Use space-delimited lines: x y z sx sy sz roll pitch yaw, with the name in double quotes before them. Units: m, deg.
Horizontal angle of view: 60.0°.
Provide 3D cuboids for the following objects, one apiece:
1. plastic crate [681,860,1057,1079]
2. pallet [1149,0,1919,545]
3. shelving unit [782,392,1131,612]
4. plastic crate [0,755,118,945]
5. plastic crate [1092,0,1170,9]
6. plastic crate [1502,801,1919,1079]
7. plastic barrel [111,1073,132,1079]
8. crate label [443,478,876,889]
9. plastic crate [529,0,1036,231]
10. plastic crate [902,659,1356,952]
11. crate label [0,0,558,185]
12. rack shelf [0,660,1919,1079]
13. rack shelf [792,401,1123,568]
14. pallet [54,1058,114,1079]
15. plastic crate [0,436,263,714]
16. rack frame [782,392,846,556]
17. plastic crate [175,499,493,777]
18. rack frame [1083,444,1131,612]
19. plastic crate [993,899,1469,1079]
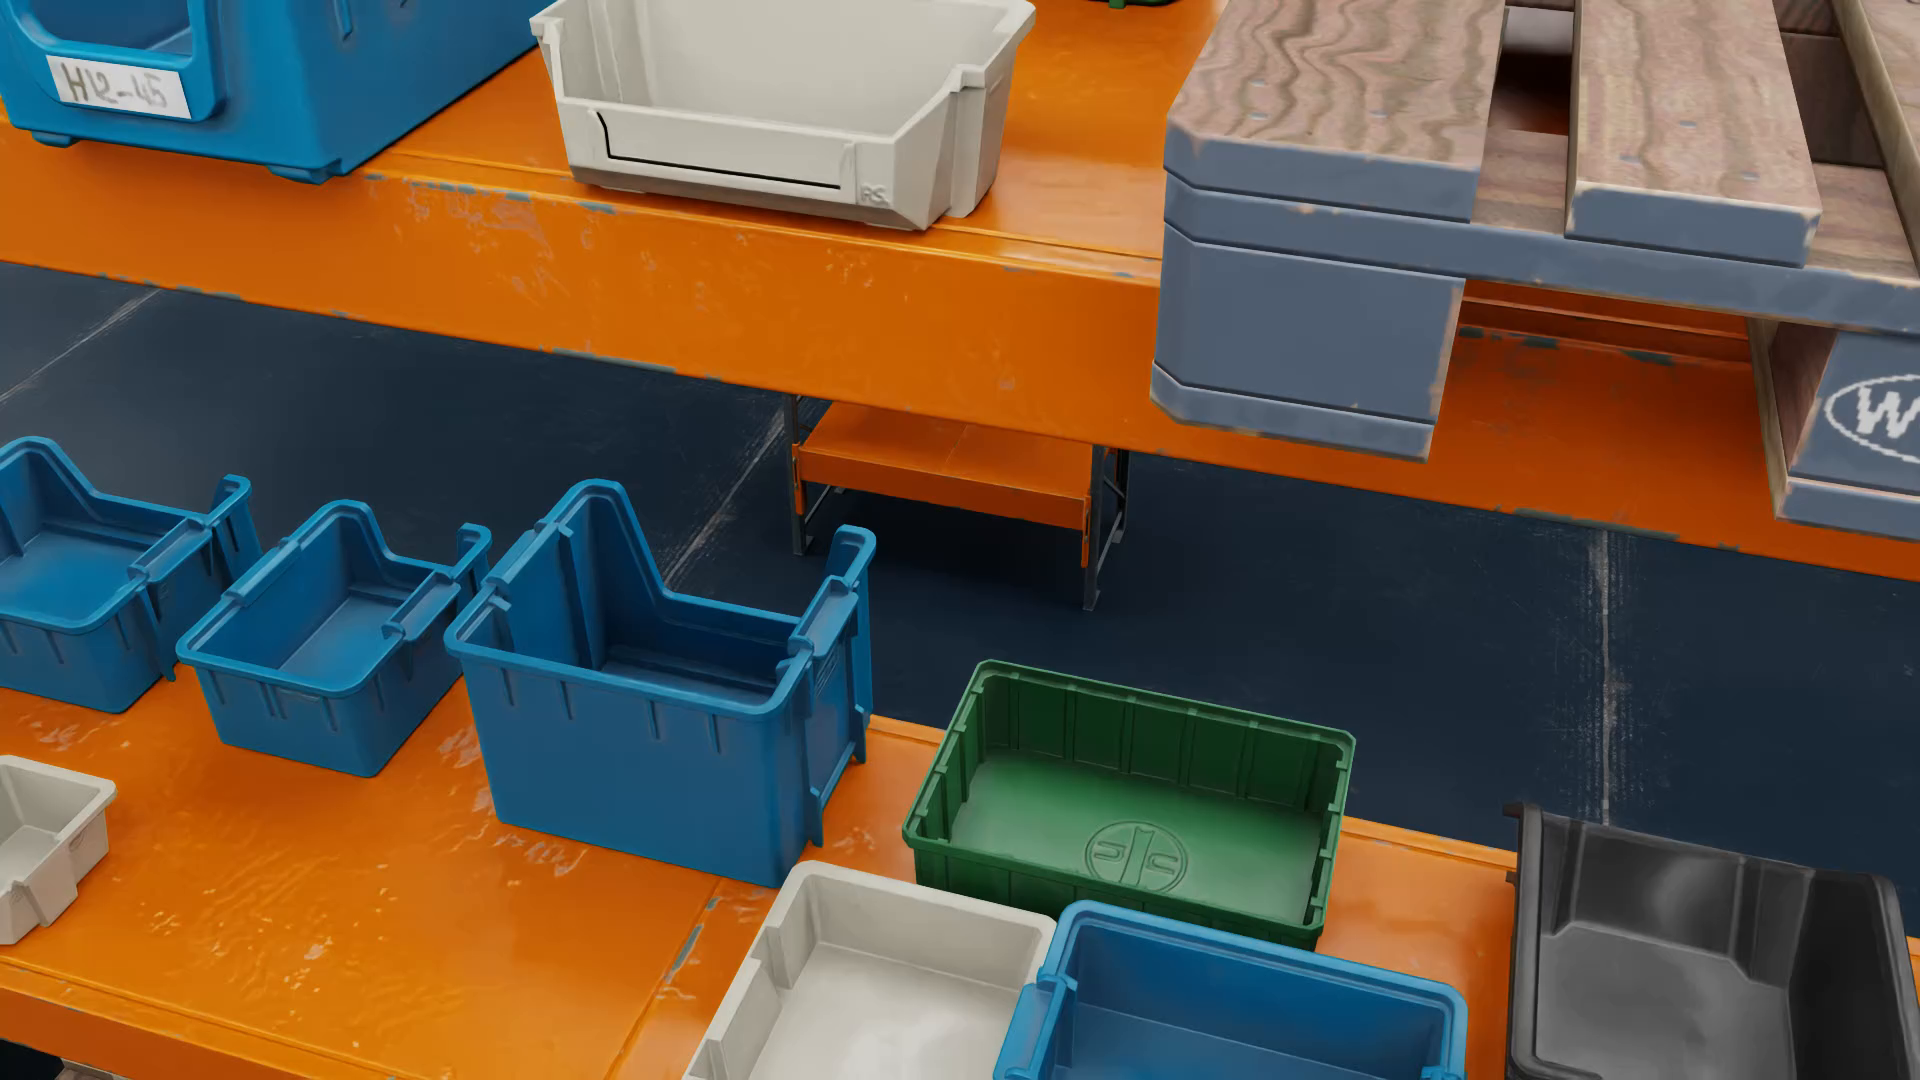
"plastic crate" -0.128 0.746 2.428 0.437 0.136 0.530 10 38 14
"pallet" 0.780 -0.421 1.420 1.003 0.211 1.213 10 38 14
"shelving unit" 0.006 -0.452 5.415 1.048 1.125 0.538 10 38 14
"plastic crate" -1.562 0.523 2.731 0.250 0.136 0.298 10 38 14
"plastic crate" 0.073 -0.772 1.917 0.450 0.188 0.336 10 38 14
"plastic crate" 1.036 0.644 2.397 0.504 0.338 0.767 10 38 14
"plastic barrel" -1.670 0.982 3.629 0.421 0.512 0.421 0 36 0
"crate label" -0.483 0.235 2.871 0.616 0.435 0.502 10 38 14
"plastic crate" -0.155 -0.373 1.419 0.396 0.136 0.243 10 38 14
"plastic crate" 0.286 0.469 2.761 0.662 0.188 0.450 10 38 14
"crate label" -0.632 -0.554 1.567 0.408 0.251 0.502 10 38 14
"rack shelf" -0.411 0.720 2.848 4.000 0.370 1.077 10 38 14
"rack shelf" 0.006 -0.255 5.560 1.000 0.278 0.538 10 38 14
"pallet" -1.460 1.333 3.761 1.213 0.211 1.003 10 38 14
"plastic crate" -1.754 0.056 3.269 0.616 0.251 0.499 10 38 14
"rack frame" -0.479 -0.542 5.537 0.032 1.125 0.500 10 38 14
"plastic crate" -1.135 0.174 3.109 0.408 0.251 0.499 10 38 14
"rack frame" 0.492 -0.362 5.293 0.032 1.125 0.500 10 38 14
"plastic crate" 0.360 0.801 2.256 0.616 0.251 0.499 10 38 14
